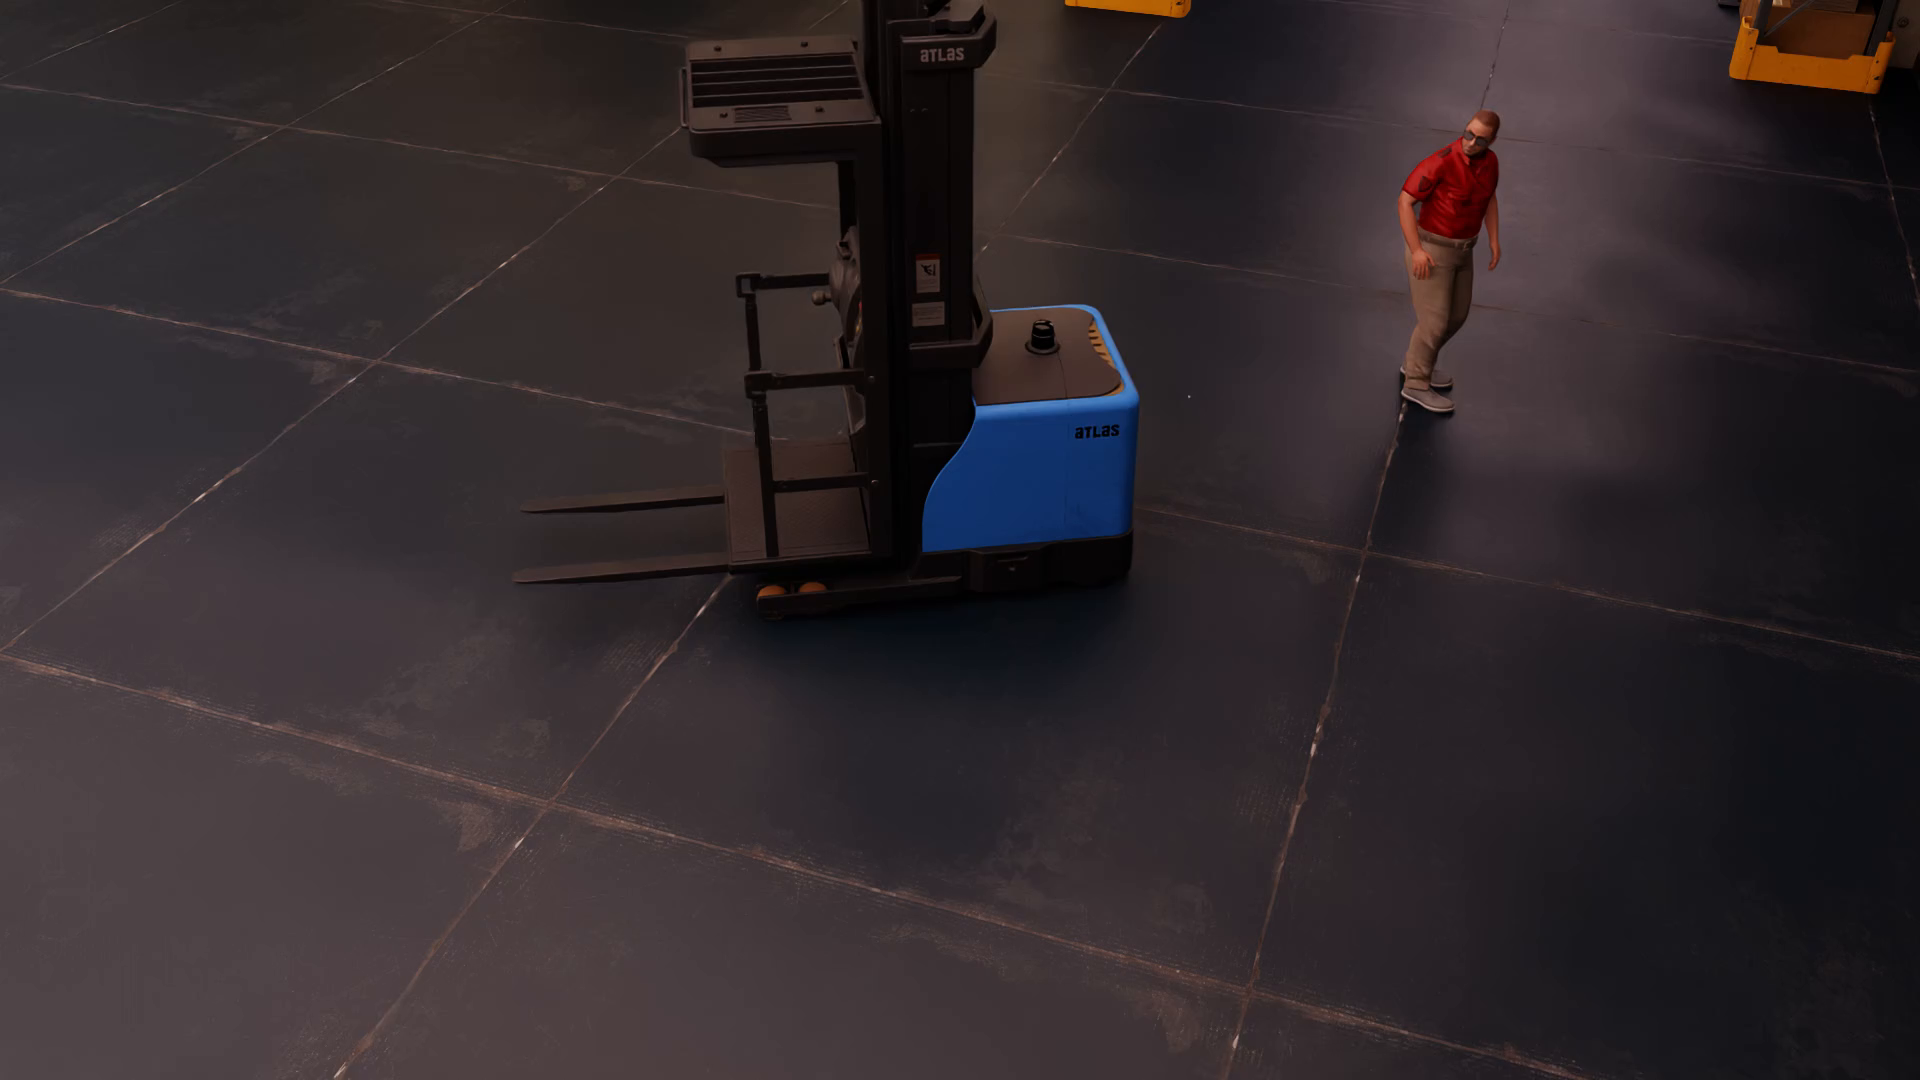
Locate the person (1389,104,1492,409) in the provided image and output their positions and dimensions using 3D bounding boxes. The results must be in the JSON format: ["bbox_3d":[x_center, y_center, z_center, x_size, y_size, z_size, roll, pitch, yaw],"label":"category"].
[{"bbox_3d":[2.769,-1.614,9.428,0.606,1.730,0.397,-26,43,-31],"label":"person"}]

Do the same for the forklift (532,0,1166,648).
[{"bbox_3d":[-0.559,-1.052,7.595,3.031,2.935,1.130,-14,38,-19],"label":"forklift"}]
